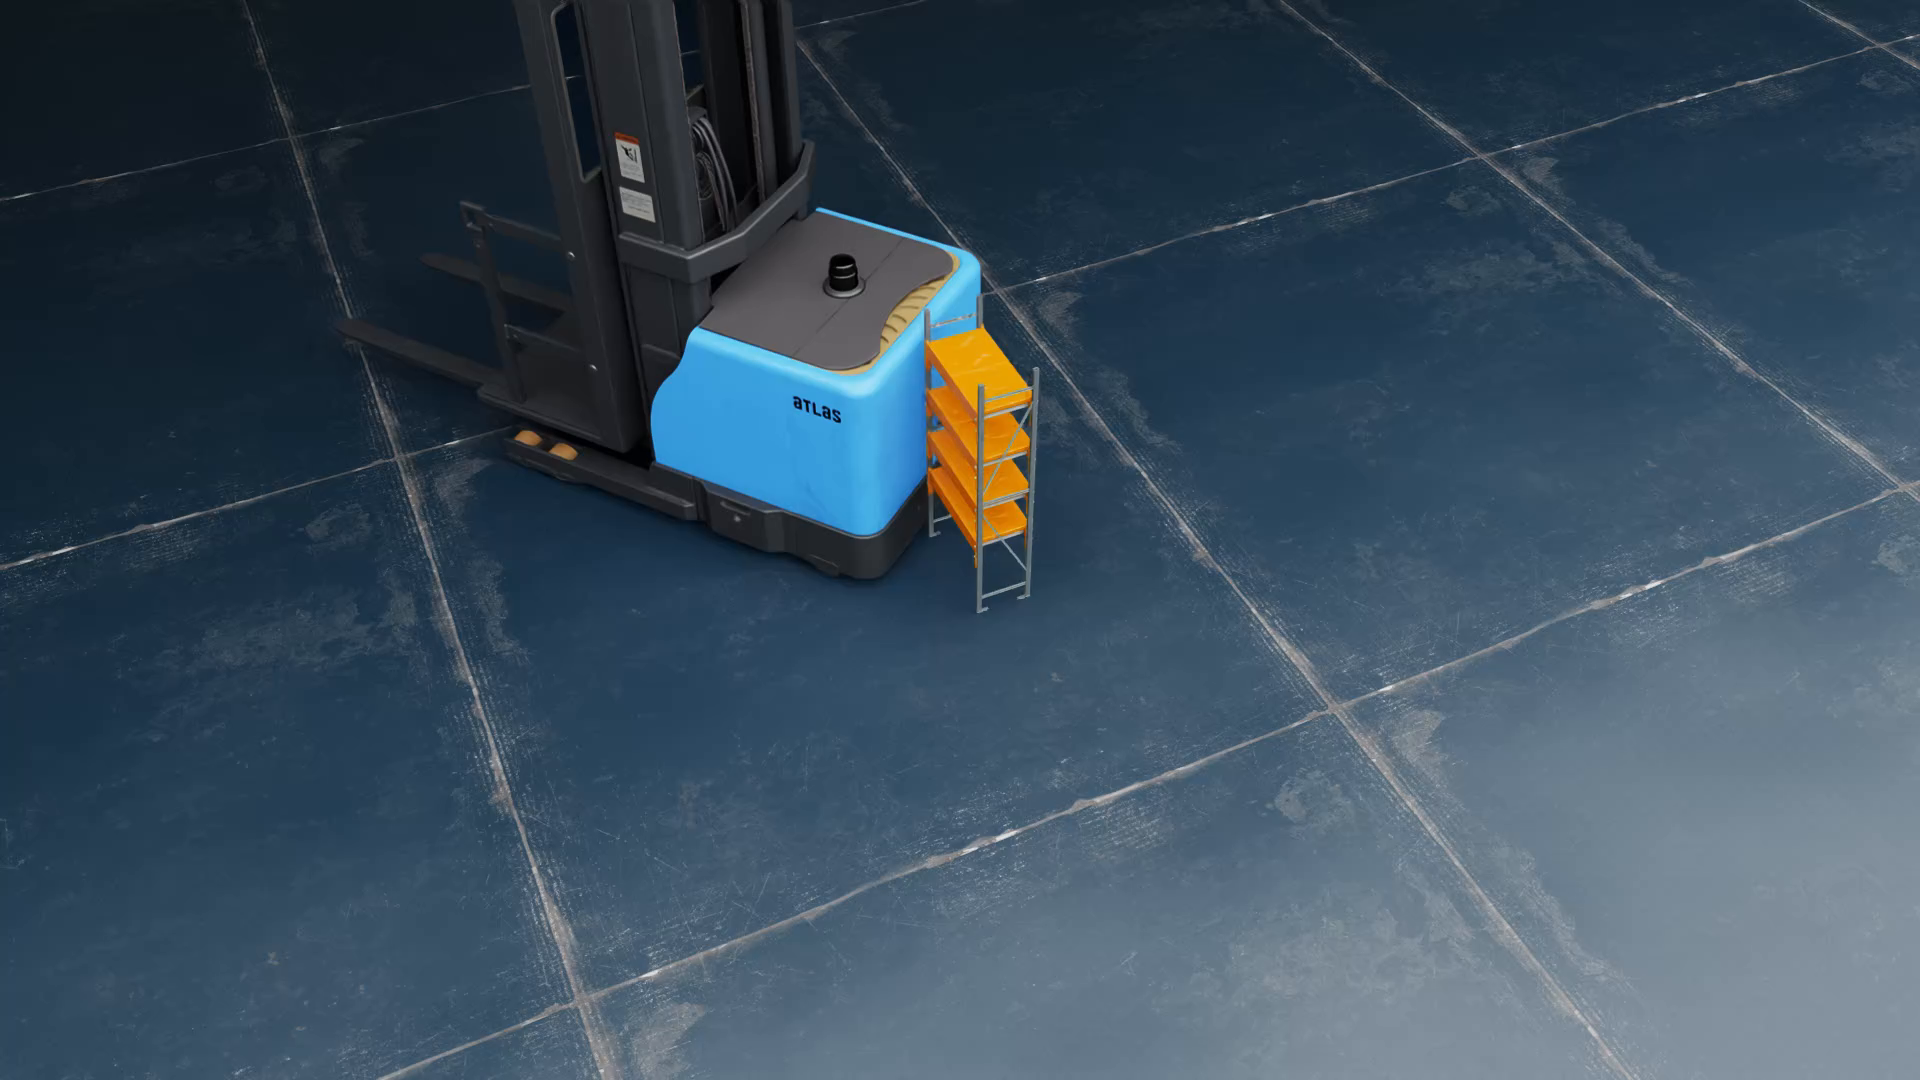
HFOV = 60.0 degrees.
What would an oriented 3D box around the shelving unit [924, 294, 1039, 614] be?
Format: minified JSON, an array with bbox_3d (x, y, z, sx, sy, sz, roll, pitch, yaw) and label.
[{"bbox_3d":[0.076,-0.319,6.588,0.258,1.200,0.503,-18,47,-17],"label":"shelving unit"}]

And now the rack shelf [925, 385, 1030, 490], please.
[{"bbox_3d":[0.076,-0.431,6.478,0.258,0.148,0.480,-18,47,-17],"label":"rack shelf"}]

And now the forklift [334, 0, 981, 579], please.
[{"bbox_3d":[-1.451,-1.616,6.669,3.031,2.935,1.130,20,48,19],"label":"forklift"}]

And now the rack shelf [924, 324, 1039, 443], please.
[{"bbox_3d":[0.076,-0.599,6.312,0.258,0.148,0.480,-18,47,-17],"label":"rack shelf"}]

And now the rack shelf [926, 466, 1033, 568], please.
[{"bbox_3d":[0.076,-0.130,6.775,0.258,0.148,0.480,-18,47,-17],"label":"rack shelf"}]

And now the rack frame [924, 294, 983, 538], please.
[{"bbox_3d":[-0.024,-0.476,6.747,0.240,1.200,0.015,-18,47,-17],"label":"rack frame"}]

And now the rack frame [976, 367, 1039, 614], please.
[{"bbox_3d":[0.176,-0.163,6.430,0.240,1.200,0.015,-18,47,-17],"label":"rack frame"}]

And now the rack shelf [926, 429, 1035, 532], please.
[{"bbox_3d":[0.076,-0.272,6.636,0.258,0.148,0.480,-18,47,-17],"label":"rack shelf"}]
